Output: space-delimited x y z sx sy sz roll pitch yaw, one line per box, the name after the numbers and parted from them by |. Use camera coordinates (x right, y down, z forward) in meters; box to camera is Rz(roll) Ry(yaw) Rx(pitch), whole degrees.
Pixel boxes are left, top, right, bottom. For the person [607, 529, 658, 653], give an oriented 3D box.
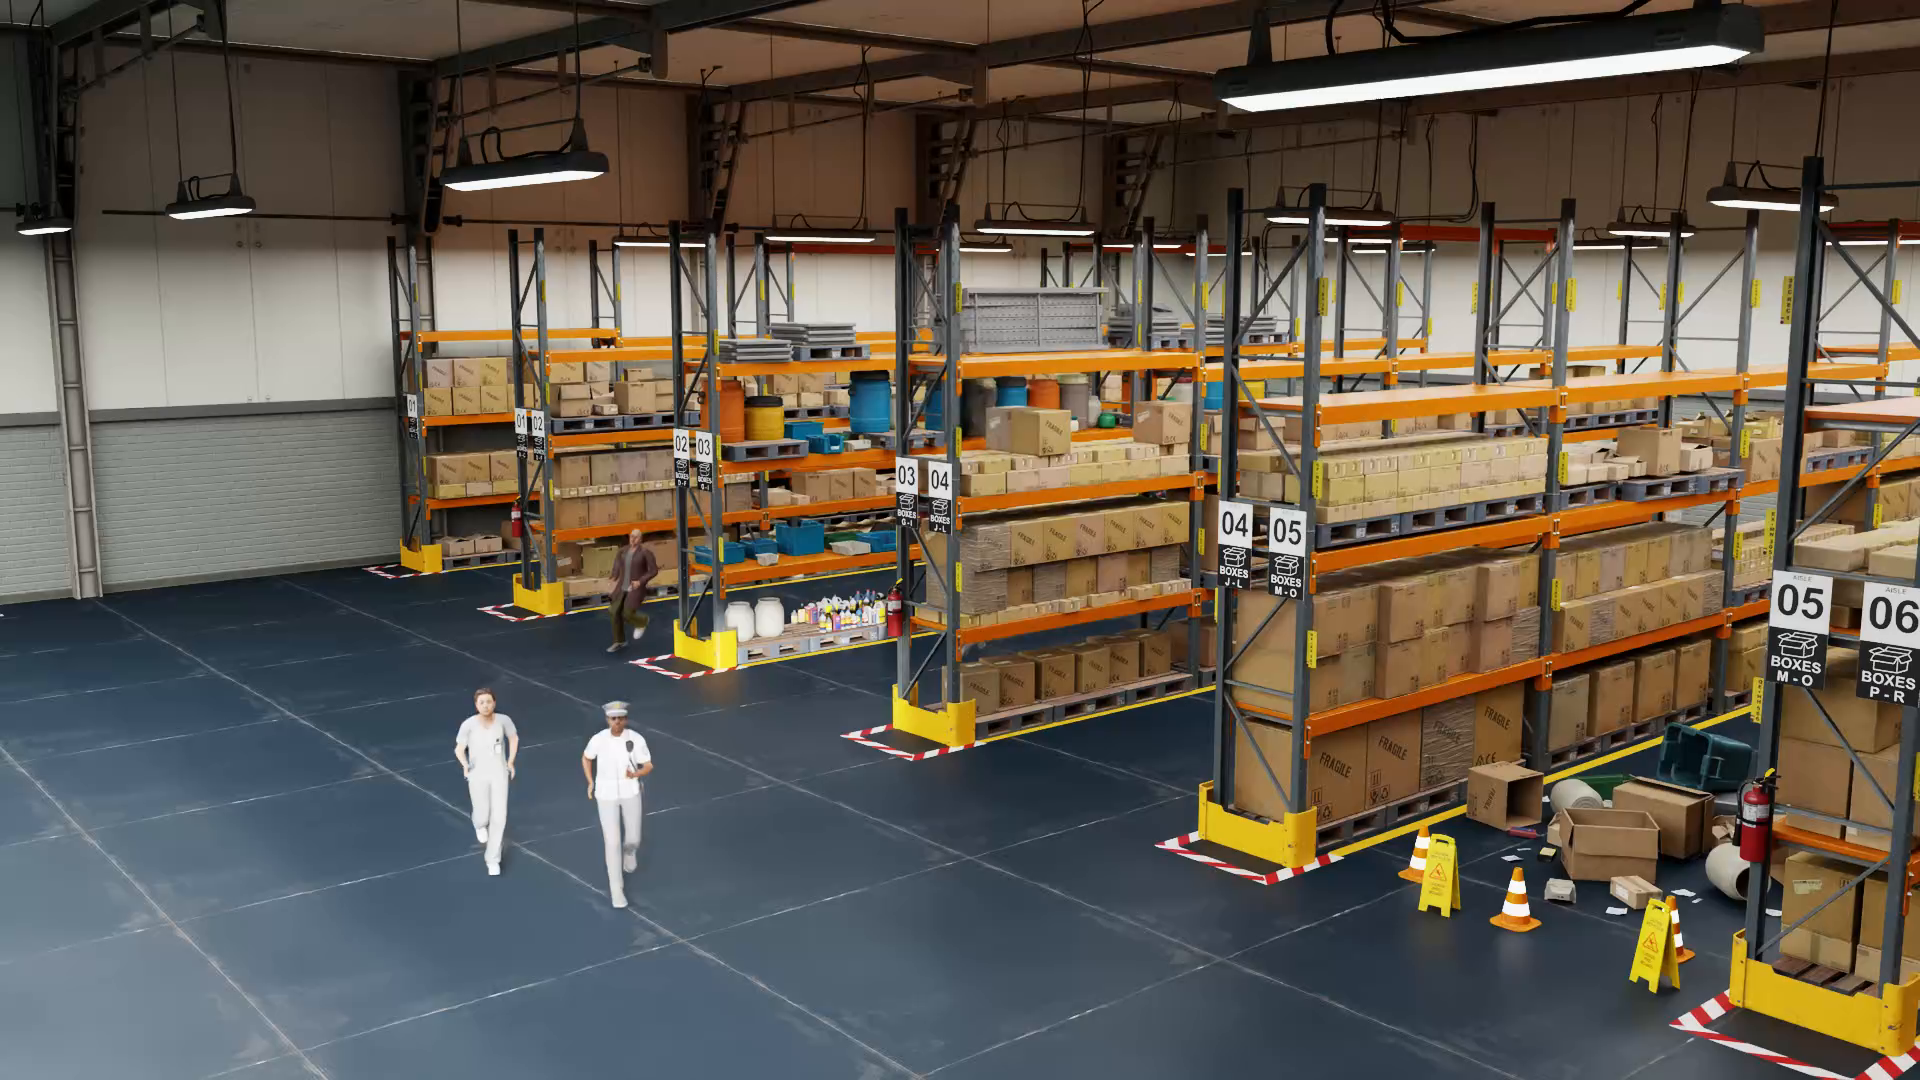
-4.618 0.702 23.599 0.762 1.750 0.774 4 10 24 | person

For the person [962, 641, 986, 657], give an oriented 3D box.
0.137 0.665 22.025 0.554 1.682 0.808 6 11 35 | person

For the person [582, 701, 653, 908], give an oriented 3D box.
-2.896 2.168 14.110 0.583 1.675 0.924 -2 9 -14 | person

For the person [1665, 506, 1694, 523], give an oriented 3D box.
12.757 -0.297 29.866 0.674 1.809 0.930 -7 11 -38 | person

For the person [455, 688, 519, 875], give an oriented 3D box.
-4.214 2.096 14.858 0.554 1.637 0.801 -3 9 -20 | person
